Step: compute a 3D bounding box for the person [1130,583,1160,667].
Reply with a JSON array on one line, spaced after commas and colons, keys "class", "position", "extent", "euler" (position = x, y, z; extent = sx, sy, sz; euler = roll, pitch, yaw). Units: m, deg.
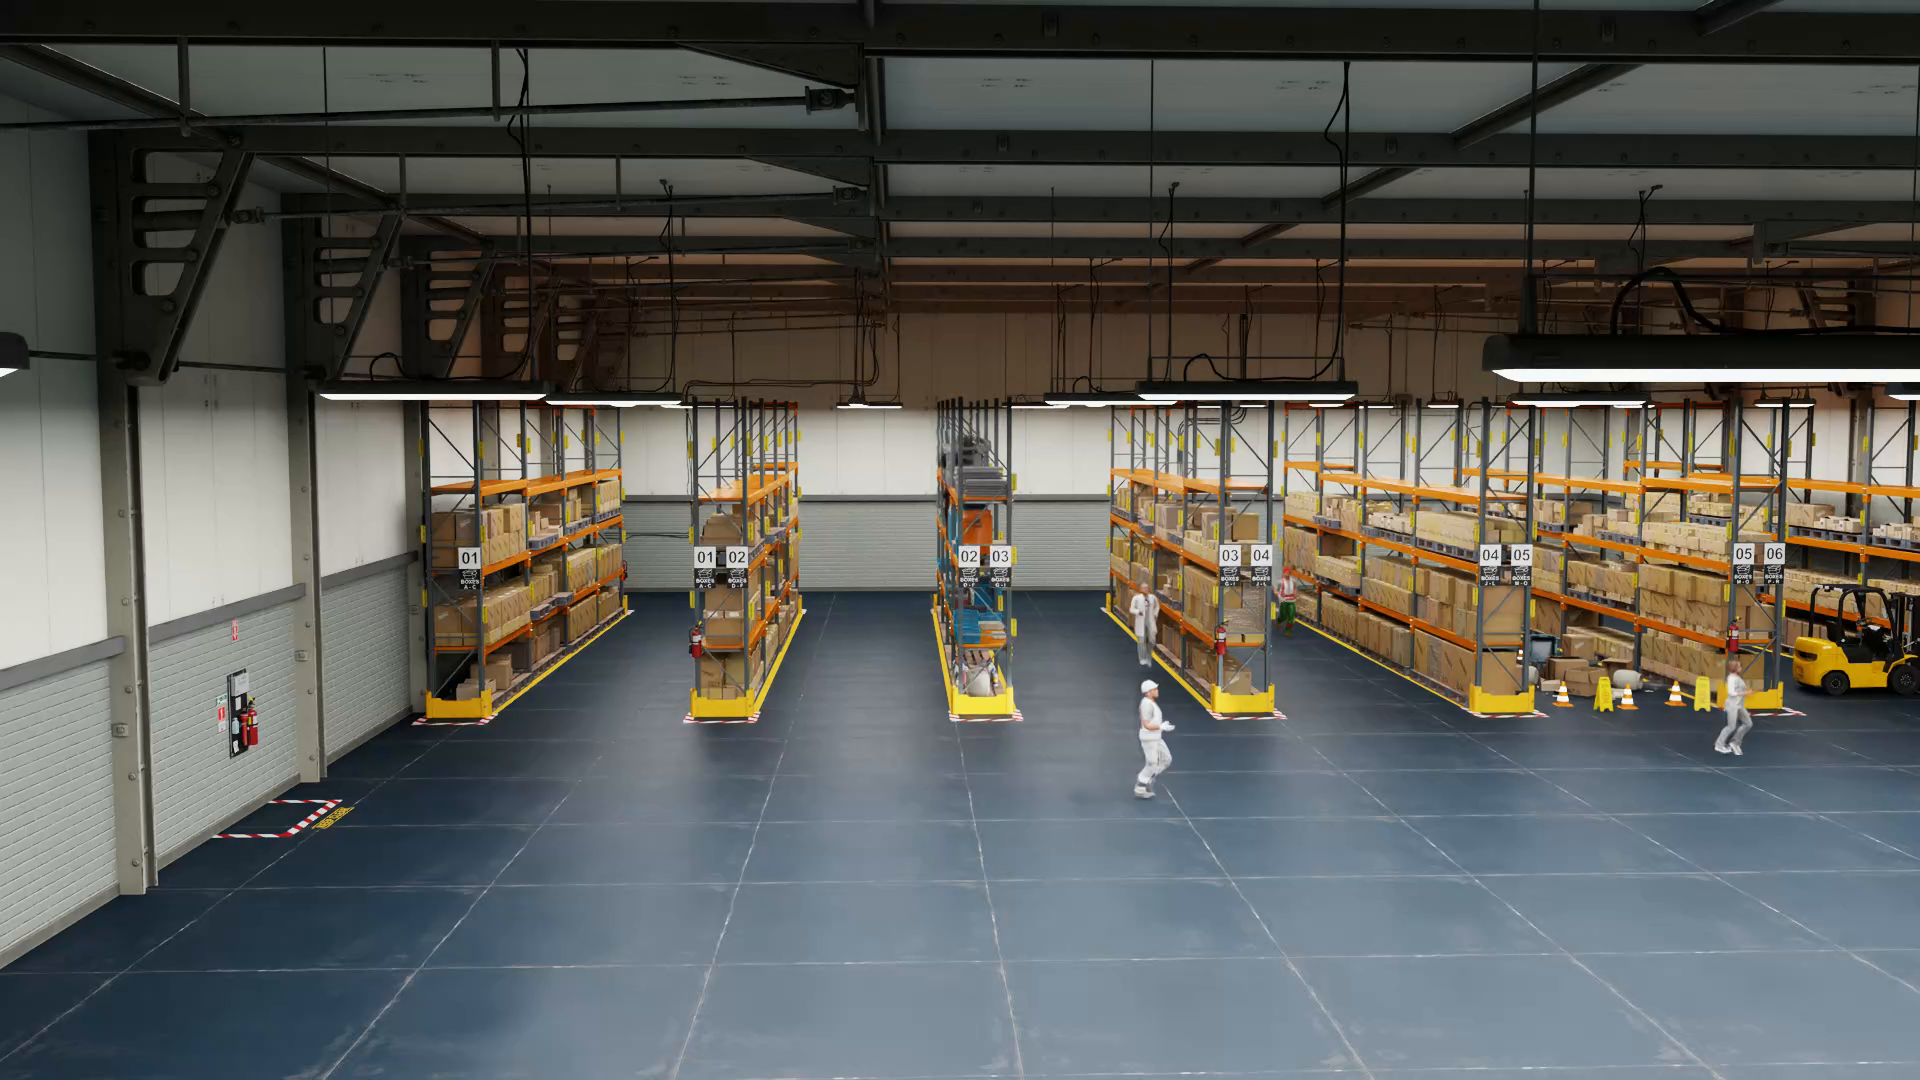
[{"class": "person", "position": [3.987, 1.829, 35.552], "extent": [0.687, 1.810, 0.690], "euler": [-1, 4, -7]}]

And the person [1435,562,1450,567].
[{"class": "person", "position": [14.286, 1.026, 49.317], "extent": [0.890, 1.760, 0.768], "euler": [1, 5, 16]}]

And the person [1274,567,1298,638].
[{"class": "person", "position": [8.330, 1.574, 42.378], "extent": [0.653, 1.758, 0.818], "euler": [-1, 4, -8]}]

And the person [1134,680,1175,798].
[{"class": "person", "position": [2.889, 2.936, 24.558], "extent": [0.614, 1.743, 0.632], "euler": [1, 5, 16]}]

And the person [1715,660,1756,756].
[{"class": "person", "position": [12.889, 2.794, 27.610], "extent": [0.639, 1.608, 0.517], "euler": [4, 6, 45]}]
